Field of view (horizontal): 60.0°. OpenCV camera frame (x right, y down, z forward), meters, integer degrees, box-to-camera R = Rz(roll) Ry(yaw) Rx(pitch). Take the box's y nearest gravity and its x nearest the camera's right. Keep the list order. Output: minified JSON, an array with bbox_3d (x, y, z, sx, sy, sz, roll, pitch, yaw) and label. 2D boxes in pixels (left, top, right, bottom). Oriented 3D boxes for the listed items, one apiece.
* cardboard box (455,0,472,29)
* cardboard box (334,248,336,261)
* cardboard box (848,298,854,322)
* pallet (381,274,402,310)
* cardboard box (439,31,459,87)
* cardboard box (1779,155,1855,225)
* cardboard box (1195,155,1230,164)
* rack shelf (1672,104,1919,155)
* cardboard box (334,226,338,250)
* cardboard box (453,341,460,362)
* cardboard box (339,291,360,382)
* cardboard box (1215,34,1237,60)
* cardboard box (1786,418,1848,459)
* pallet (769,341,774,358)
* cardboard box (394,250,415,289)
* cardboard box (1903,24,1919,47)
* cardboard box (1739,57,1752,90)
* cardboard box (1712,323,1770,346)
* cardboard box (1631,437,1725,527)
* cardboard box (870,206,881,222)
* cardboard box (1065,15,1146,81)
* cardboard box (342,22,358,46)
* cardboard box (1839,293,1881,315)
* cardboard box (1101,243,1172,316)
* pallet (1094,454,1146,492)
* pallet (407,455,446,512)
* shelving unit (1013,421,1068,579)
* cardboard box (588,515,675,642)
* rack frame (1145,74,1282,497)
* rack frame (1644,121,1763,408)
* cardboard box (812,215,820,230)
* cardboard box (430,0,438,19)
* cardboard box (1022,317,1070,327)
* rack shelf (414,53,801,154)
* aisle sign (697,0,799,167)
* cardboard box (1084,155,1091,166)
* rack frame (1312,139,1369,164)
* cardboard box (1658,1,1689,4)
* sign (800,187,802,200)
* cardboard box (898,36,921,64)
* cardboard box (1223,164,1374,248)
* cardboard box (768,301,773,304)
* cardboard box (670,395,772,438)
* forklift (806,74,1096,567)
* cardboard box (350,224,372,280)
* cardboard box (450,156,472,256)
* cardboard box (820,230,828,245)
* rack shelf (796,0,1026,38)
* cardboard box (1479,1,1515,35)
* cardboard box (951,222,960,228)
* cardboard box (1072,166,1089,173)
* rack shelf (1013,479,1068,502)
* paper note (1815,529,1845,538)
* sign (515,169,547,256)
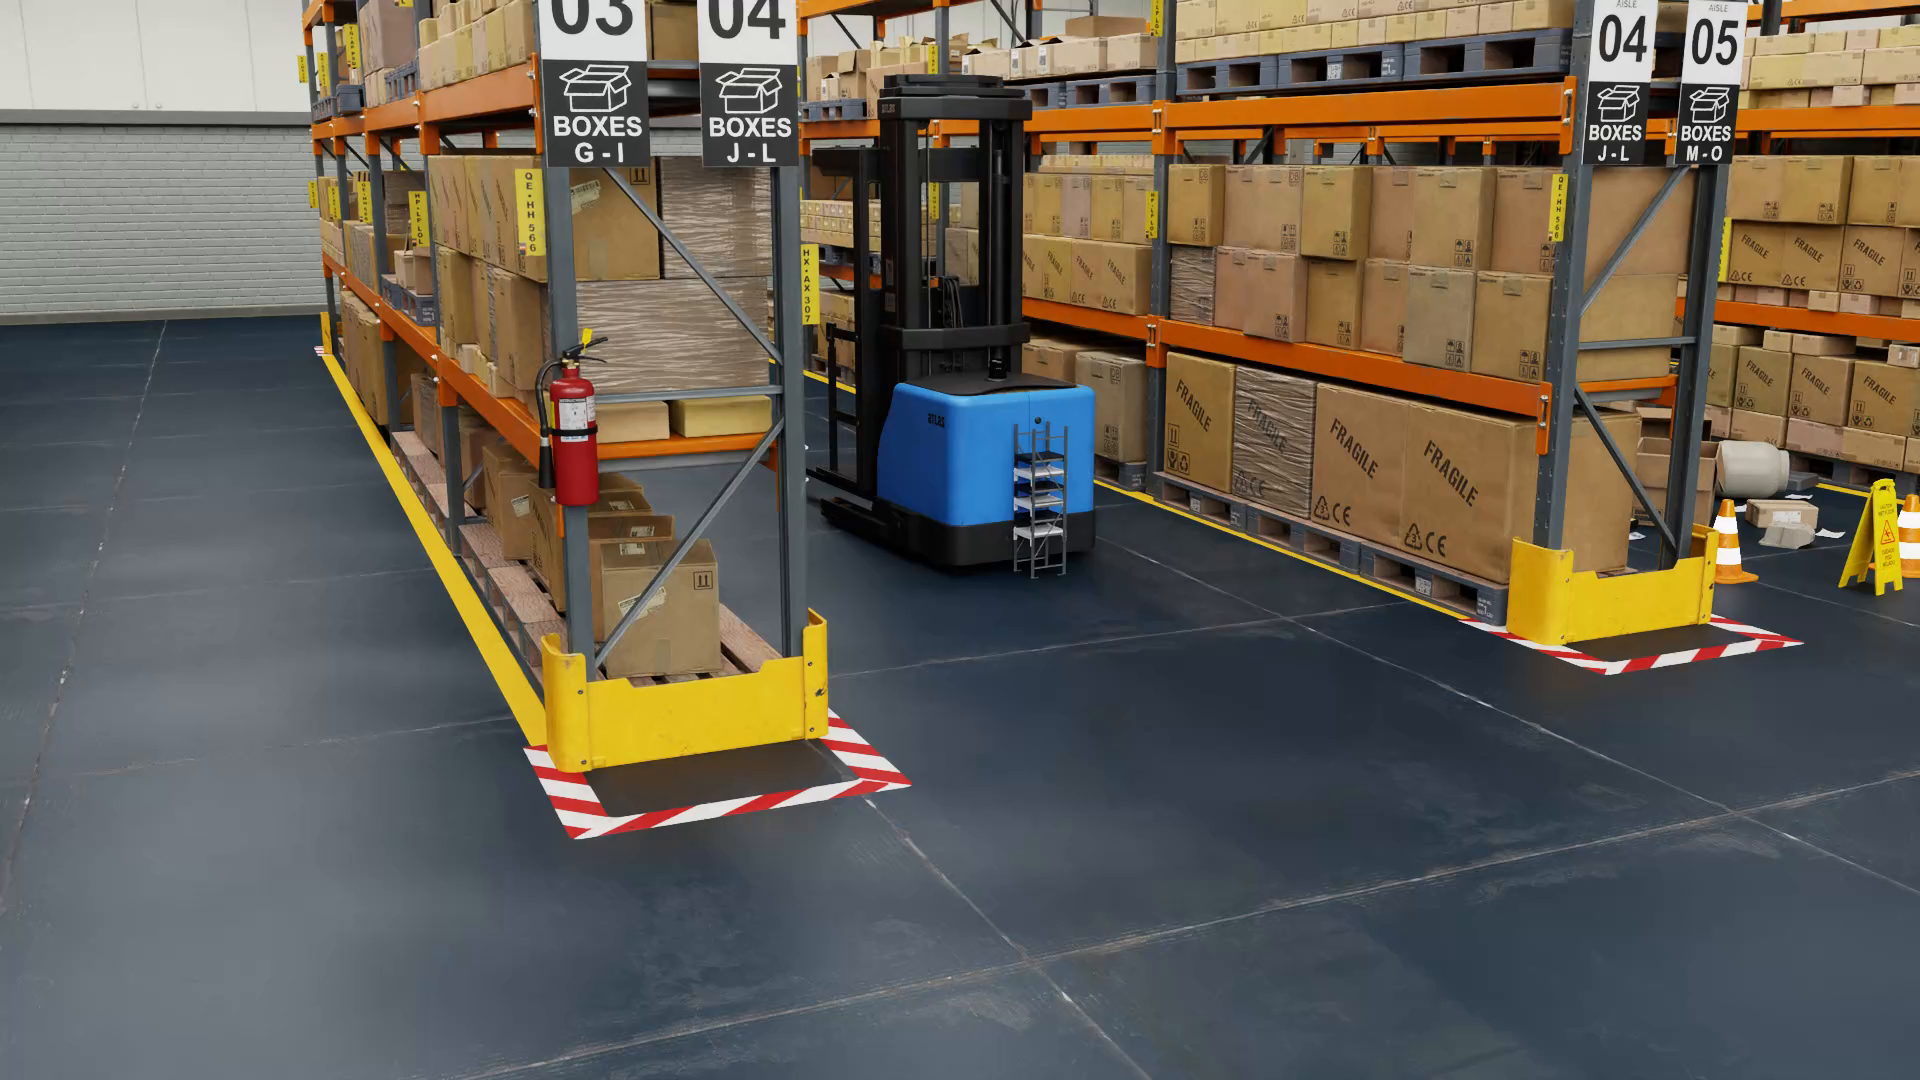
[{"bbox_3d":[-2.323,-2.629,8.371,0.380,0.149,0.250,-6,14,-24],"label":"cardboard box"},{"bbox_3d":[-6.767,-3.184,18.530,0.380,0.149,0.250,-5,14,-22],"label":"cardboard box"},{"bbox_3d":[-0.877,-2.447,17.740,0.500,0.250,0.500,-5,14,-21],"label":"cardboard box"},{"bbox_3d":[-3.947,-2.003,13.295,1.213,0.211,1.003,-6,14,-23],"label":"pallet"},{"bbox_3d":[-2.376,-2.467,8.557,0.500,0.250,0.500,-6,14,-25],"label":"cardboard box"},{"bbox_3d":[6.691,-2.659,12.607,0.700,0.500,0.500,-6,14,-24],"label":"cardboard box"},{"bbox_3d":[3.259,-4.896,21.492,0.380,0.149,0.250,-6,14,-24],"label":"cardboard box"},{"bbox_3d":[7.154,-3.000,12.123,1.077,0.370,4.000,-6,14,-23],"label":"rack shelf"},{"bbox_3d":[-6.559,-3.306,18.175,0.500,0.250,0.500,-5,14,-21],"label":"cardboard box"},{"bbox_3d":[-2.703,-1.111,9.576,0.380,0.149,0.250,-6,14,-23],"label":"cardboard box"},{"bbox_3d":[-5.657,-2.099,17.068,1.225,0.875,0.875,-6,14,-23],"label":"cardboard box"},{"bbox_3d":[1.896,-3.216,10.863,0.380,0.149,0.250,-6,14,-23],"label":"cardboard box"},{"bbox_3d":[6.781,-0.802,12.851,0.500,0.250,0.500,-6,14,-24],"label":"cardboard box"},{"bbox_3d":[-2.141,-2.517,21.275,1.003,0.211,1.213,-6,14,-23],"label":"pallet"},{"bbox_3d":[-3.869,-1.998,12.252,0.500,0.250,0.500,-6,14,-25],"label":"cardboard box"},{"bbox_3d":[6.904,-3.560,11.737,0.380,0.149,0.250,-5,14,-22],"label":"cardboard box"},{"bbox_3d":[6.278,-3.720,13.311,0.500,0.250,0.500,-6,14,-24],"label":"cardboard box"},{"bbox_3d":[6.337,-1.671,13.503,0.380,0.149,0.250,-5,14,-22],"label":"cardboard box"},{"bbox_3d":[4.932,-0.394,11.456,0.637,0.503,0.797,6,14,26],"label":"cardboard box"},{"bbox_3d":[-0.675,-3.254,16.582,0.380,0.149,0.250,-5,14,-21],"label":"cardboard box"},{"bbox_3d":[1.208,-4.090,13.863,0.500,0.500,0.500,-6,14,-23],"label":"cardboard box"},{"bbox_3d":[-6.303,-5.384,17.788,0.500,0.250,0.500,-7,15,-27],"label":"cardboard box"},{"bbox_3d":[6.815,-1.771,12.427,0.380,0.149,0.250,-6,14,-23],"label":"cardboard box"},{"bbox_3d":[1.404,-1.967,12.493,0.500,0.500,0.500,-6,14,-23],"label":"cardboard box"},{"bbox_3d":[1.479,-0.628,13.117,1.003,0.211,1.213,-6,14,-23],"label":"pallet"},{"bbox_3d":[-3.533,-0.462,12.397,1.003,0.211,1.213,-6,14,-23],"label":"pallet"},{"bbox_3d":[0.479,-0.240,9.913,0.258,0.900,0.210,-7,15,-27],"label":"shelving unit"},{"bbox_3d":[-1.631,0.181,8.046,0.500,0.500,0.500,-2,13,-8],"label":"cardboard box"},{"bbox_3d":[1.858,-1.834,12.143,1.000,3.000,0.127,-6,14,-23],"label":"rack frame"},{"bbox_3d":[6.353,-2.302,14.165,1.000,3.000,0.127,-6,14,-23],"label":"rack frame"},{"bbox_3d":[-1.401,-3.485,18.240,0.380,0.149,0.250,-5,14,-22],"label":"cardboard box"},{"bbox_3d":[-3.203,-3.424,11.199,0.797,0.503,0.637,-5,14,-21],"label":"cardboard box"},{"bbox_3d":[0.417,-1.635,15.341,1.050,0.750,0.750,-6,14,-24],"label":"cardboard box"},{"bbox_3d":[-1.926,-2.105,8.255,1.077,0.370,4.000,-6,14,-23],"label":"rack shelf"},{"bbox_3d":[-0.826,-1.862,6.496,0.394,0.787,0.004,-6,14,-23],"label":"aisle sign"},{"bbox_3d":[1.940,-5.266,23.091,0.380,0.149,0.250,-5,14,-22],"label":"cardboard box"},{"bbox_3d":[6.092,-5.231,26.817,1.000,3.000,0.127,-6,14,-23],"label":"rack frame"},{"bbox_3d":[3.502,-2.917,8.690,0.500,0.250,0.500,-6,14,-23],"label":"cardboard box"},{"bbox_3d":[-1.841,-3.858,18.968,0.100,0.325,0.005,-6,14,-23],"label":"sign"},{"bbox_3d":[-0.364,-4.708,15.990,0.396,0.266,0.258,-6,14,-23],"label":"cardboard box"},{"bbox_3d":[2.301,-2.251,11.216,0.875,0.550,0.550,-6,14,-23],"label":"cardboard box"},{"bbox_3d":[-2.318,-2.905,20.843,0.380,0.149,0.250,-6,14,-25],"label":"cardboard box"},{"bbox_3d":[-1.021,-0.539,7.103,0.380,0.149,0.250,-6,14,-23],"label":"cardboard box"},{"bbox_3d":[-0.298,-1.553,11.079,1.130,2.935,3.031,-7,15,-27],"label":"forklift"},{"bbox_3d":[-5.575,-2.784,16.024,0.500,0.500,0.500,-6,14,-24],"label":"cardboard box"},{"bbox_3d":[-2.379,-1.766,8.747,0.500,0.500,0.500,-6,14,-23],"label":"cardboard box"},{"bbox_3d":[-1.298,-3.286,18.040,0.380,0.149,0.250,-5,14,-22],"label":"cardboard box"},{"bbox_3d":[-0.546,-5.451,16.949,1.077,0.370,4.000,-6,14,-23],"label":"rack shelf"},{"bbox_3d":[2.916,-2.690,8.594,0.380,0.149,0.250,-5,14,-22],"label":"cardboard box"},{"bbox_3d":[0.135,-3.062,16.412,0.380,0.149,0.250,-5,14,-20],"label":"cardboard box"},{"bbox_3d":[1.904,-4.981,23.298,0.500,0.500,0.500,-6,14,-23],"label":"cardboard box"},{"bbox_3d":[0.479,-0.296,9.900,0.258,0.077,0.200,-7,15,-27],"label":"rack shelf"},{"bbox_3d":[5.752,-0.045,10.996,0.148,0.019,0.142,-12,18,-42],"label":"paper note"},{"bbox_3d":[-1.642,-1.253,6.362,0.100,0.325,0.005,-6,14,-23],"label":"sign"}]
